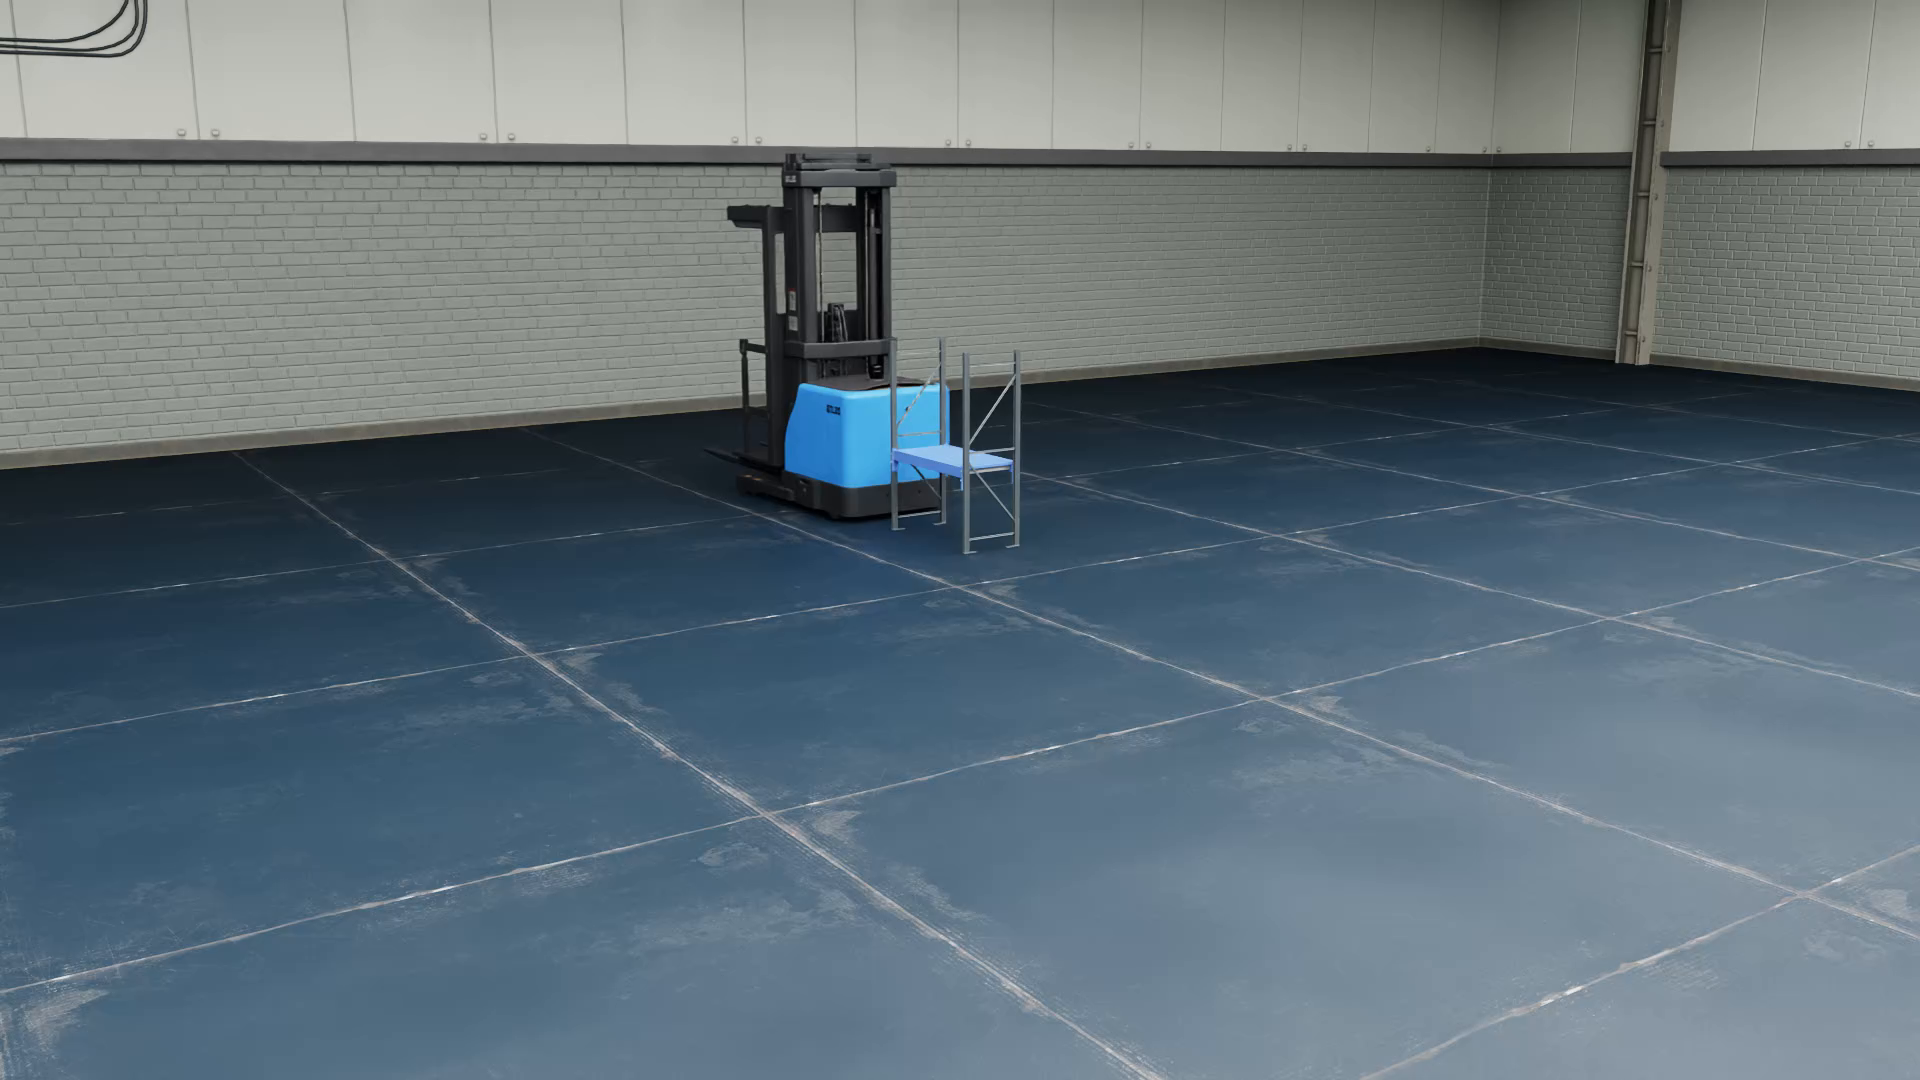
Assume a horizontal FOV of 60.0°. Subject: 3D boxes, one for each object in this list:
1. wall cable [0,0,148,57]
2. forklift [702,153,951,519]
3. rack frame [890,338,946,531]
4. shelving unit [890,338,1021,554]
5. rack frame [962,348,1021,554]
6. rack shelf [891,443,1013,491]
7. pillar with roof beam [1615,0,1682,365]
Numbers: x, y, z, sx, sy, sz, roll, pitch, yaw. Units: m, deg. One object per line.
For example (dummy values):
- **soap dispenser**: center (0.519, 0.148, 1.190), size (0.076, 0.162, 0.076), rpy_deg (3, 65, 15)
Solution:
- **wall cable**: center (-8.722, -6.791, 14.889), size (2.305, 6.003, 0.169), rpy_deg (-8, 15, -33)
- **forklift**: center (-1.323, -1.863, 14.521), size (1.130, 2.935, 3.031), rpy_deg (-8, 15, -34)
- **rack frame**: center (-0.329, -0.838, 13.184), size (0.500, 1.500, 0.032), rpy_deg (-8, 15, -33)
- **shelving unit**: center (-0.047, -0.748, 12.771), size (0.538, 1.500, 1.048), rpy_deg (-8, 15, -33)
- **rack frame**: center (0.234, -0.657, 12.357), size (0.500, 1.500, 0.032), rpy_deg (-8, 15, -33)
- **rack shelf**: center (-0.047, -0.572, 12.809), size (0.538, 0.185, 1.000), rpy_deg (-8, 15, -33)
- **pillar with roof beam**: center (6.537, -6.547, 21.735), size (9.100, 9.000, 0.400), rpy_deg (-8, 15, -33)
